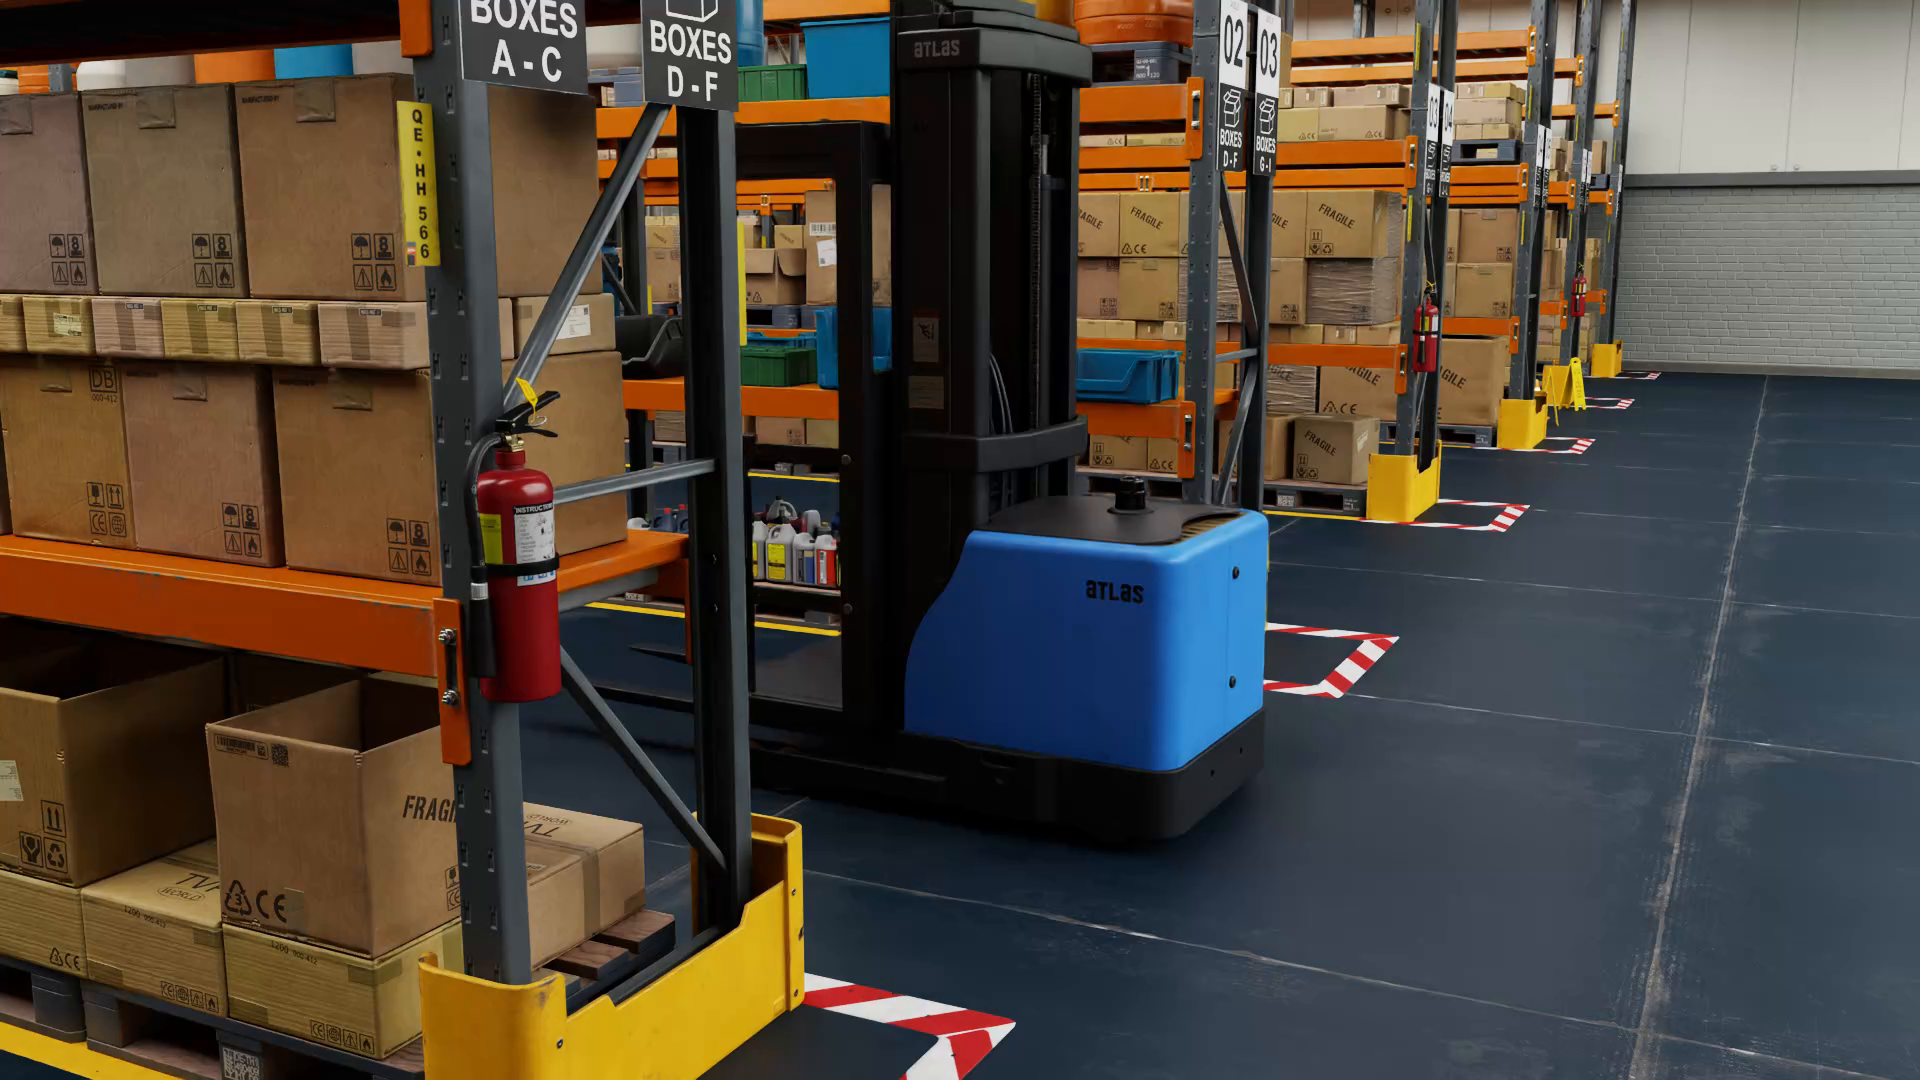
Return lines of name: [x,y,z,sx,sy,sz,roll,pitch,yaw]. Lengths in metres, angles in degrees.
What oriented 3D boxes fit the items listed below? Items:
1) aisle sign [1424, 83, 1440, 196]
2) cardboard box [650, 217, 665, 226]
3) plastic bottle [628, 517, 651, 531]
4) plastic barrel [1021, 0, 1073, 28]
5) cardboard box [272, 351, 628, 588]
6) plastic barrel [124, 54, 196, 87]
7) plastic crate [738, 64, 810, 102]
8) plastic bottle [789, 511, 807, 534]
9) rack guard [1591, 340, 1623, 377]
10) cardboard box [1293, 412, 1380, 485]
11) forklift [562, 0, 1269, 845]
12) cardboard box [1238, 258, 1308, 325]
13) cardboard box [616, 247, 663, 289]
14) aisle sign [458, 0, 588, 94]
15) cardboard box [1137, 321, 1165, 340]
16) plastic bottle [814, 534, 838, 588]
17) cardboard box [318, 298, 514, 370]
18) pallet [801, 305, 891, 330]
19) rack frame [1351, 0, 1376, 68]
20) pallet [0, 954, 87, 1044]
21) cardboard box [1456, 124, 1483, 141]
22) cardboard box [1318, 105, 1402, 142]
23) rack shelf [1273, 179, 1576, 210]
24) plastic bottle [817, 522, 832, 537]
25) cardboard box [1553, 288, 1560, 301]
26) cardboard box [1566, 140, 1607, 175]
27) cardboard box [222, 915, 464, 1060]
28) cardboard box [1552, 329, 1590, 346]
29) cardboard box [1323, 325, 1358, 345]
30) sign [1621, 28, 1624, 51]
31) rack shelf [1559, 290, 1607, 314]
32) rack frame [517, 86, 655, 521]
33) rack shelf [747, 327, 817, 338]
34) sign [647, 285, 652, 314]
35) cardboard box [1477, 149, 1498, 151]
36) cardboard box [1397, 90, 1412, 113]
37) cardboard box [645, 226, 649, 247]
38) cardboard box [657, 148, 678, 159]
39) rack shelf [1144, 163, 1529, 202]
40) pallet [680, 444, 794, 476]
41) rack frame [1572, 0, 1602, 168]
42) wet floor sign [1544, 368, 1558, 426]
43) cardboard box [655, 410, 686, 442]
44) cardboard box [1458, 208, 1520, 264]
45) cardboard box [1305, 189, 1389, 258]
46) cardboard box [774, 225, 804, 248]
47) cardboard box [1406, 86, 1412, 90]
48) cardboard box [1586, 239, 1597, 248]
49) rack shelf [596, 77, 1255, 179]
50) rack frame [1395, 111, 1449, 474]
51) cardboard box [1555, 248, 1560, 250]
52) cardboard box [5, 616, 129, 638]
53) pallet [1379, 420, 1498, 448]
aisle sign: [3.463,-2.931,12.200,0.004,0.787,0.394,5,11,26]
cardboard box: [-4.856,-5.207,27.168,0.250,0.149,0.380,5,11,24]
plastic bottle: [-1.845,0.012,9.656,0.135,0.276,0.152,5,12,28]
plastic barrel: [0.270,-2.758,8.416,0.600,0.588,0.600,0,10,0]
cardboard box: [-1.259,-0.210,4.189,0.500,0.500,0.700,5,11,26]
plastic barrel: [-5.185,-3.167,10.975,0.600,0.901,0.600,0,10,0]
plastic crate: [-0.944,-2.432,8.919,0.450,0.188,0.336,5,11,26]
plastic bottle: [-0.974,-0.032,9.878,0.133,0.283,0.061,5,11,26]
rack guard: [10.139,-2.848,26.063,0.348,0.500,1.175,5,11,26]
cardboard box: [2.988,-0.733,13.195,0.500,0.500,0.500,8,13,36]
forklift: [-0.354,-0.553,6.557,3.031,2.935,1.130,6,12,28]
cardboard box: [2.558,-1.968,13.064,0.500,0.500,0.875,5,11,26]
cardboard box: [-3.132,-2.554,15.961,0.500,0.500,0.500,4,11,19]
aisle sign: [-0.918,-1.349,3.464,0.004,0.787,0.394,5,11,26]
cardboard box: [1.608,-1.702,13.418,0.250,0.149,0.380,5,11,26]
plastic bottle: [-0.706,0.112,9.103,0.135,0.276,0.152,5,11,26]
cardboard box: [-1.273,-0.490,3.915,0.250,0.149,0.380,5,11,25]
pallet: [-0.668,-2.008,14.943,1.213,0.211,1.003,5,11,26]
rack frame: [6.531,-7.347,27.058,0.127,3.000,1.000,5,11,26]
pallet: [-2.641,1.100,5.060,1.213,0.211,1.003,5,11,26]
cardboard box: [5.152,-4.089,16.722,0.250,0.149,0.380,5,11,26]
cardboard box: [2.995,-3.104,12.455,0.500,0.250,0.500,5,12,27]
rack shelf: [6.131,-4.566,22.136,4.000,0.370,1.077,5,11,26]
plastic bottle: [-0.810,-0.004,9.953,0.097,0.201,0.097,0,10,0]
cardboard box: [7.712,-3.223,21.822,0.250,0.149,0.380,5,11,26]
cardboard box: [9.613,-5.857,25.506,0.500,0.500,0.500,5,12,28]
cardboard box: [-1.458,1.029,4.164,0.500,0.250,0.500,5,11,26]
cardboard box: [9.543,-3.168,25.949,0.500,0.250,0.500,5,11,25]
cardboard box: [2.969,-1.590,12.797,0.250,0.149,0.380,5,11,26]
sign: [9.865,-7.445,24.753,0.005,0.325,0.100,5,11,26]
rack shelf: [8.324,-3.884,26.785,4.000,0.370,1.077,5,11,26]
rack frame: [-2.239,-1.228,10.094,0.127,3.000,1.000,5,11,26]
rack shelf: [-1.841,-1.823,15.400,4.000,0.370,1.077,5,11,26]
sign: [-1.985,-1.452,10.550,0.005,0.325,0.100,5,11,26]
cardboard box: [6.835,-5.083,21.437,0.250,0.149,0.380,5,11,26]
cardboard box: [3.395,-3.361,12.758,0.250,0.149,0.380,5,11,25]
cardboard box: [-5.188,-4.927,27.441,0.500,0.500,0.500,5,11,25]
cardboard box: [-2.400,-3.580,15.084,0.500,0.250,0.500,5,12,27]
rack shelf: [4.032,-3.768,17.724,4.000,0.370,1.077,5,11,26]
pallet: [-1.844,-0.804,15.581,1.213,0.211,1.003,5,11,26]
rack frame: [7.925,-6.239,20.934,0.127,3.000,1.000,5,11,26]
wet floor sign: [6.727,-1.644,19.001,0.232,0.644,0.267,3,11,16]
cardboard box: [-2.521,-1.230,15.886,0.500,0.500,0.700,4,11,21]
cardboard box: [5.510,-3.129,17.143,0.550,0.550,0.875,5,11,26]
cardboard box: [2.938,-2.396,12.620,0.500,0.500,0.500,5,11,26]
cardboard box: [-2.569,-4.693,26.150,0.500,0.500,0.500,5,11,26]
cardboard box: [4.687,-4.522,16.875,0.250,0.149,0.380,5,12,27]
cardboard box: [9.703,-4.589,25.727,0.250,0.149,0.380,5,11,26]
rack shelf: [-0.445,-2.193,9.021,4.000,0.370,1.077,5,11,26]
rack frame: [3.540,-1.704,12.724,0.127,3.000,1.000,5,11,26]
cardboard box: [9.235,-4.476,25.940,0.250,0.149,0.380,5,12,27]
cardboard box: [-2.573,0.459,5.209,0.500,0.500,0.500,5,11,26]
pallet: [5.074,-1.167,17.584,1.213,0.211,1.003,5,11,26]
